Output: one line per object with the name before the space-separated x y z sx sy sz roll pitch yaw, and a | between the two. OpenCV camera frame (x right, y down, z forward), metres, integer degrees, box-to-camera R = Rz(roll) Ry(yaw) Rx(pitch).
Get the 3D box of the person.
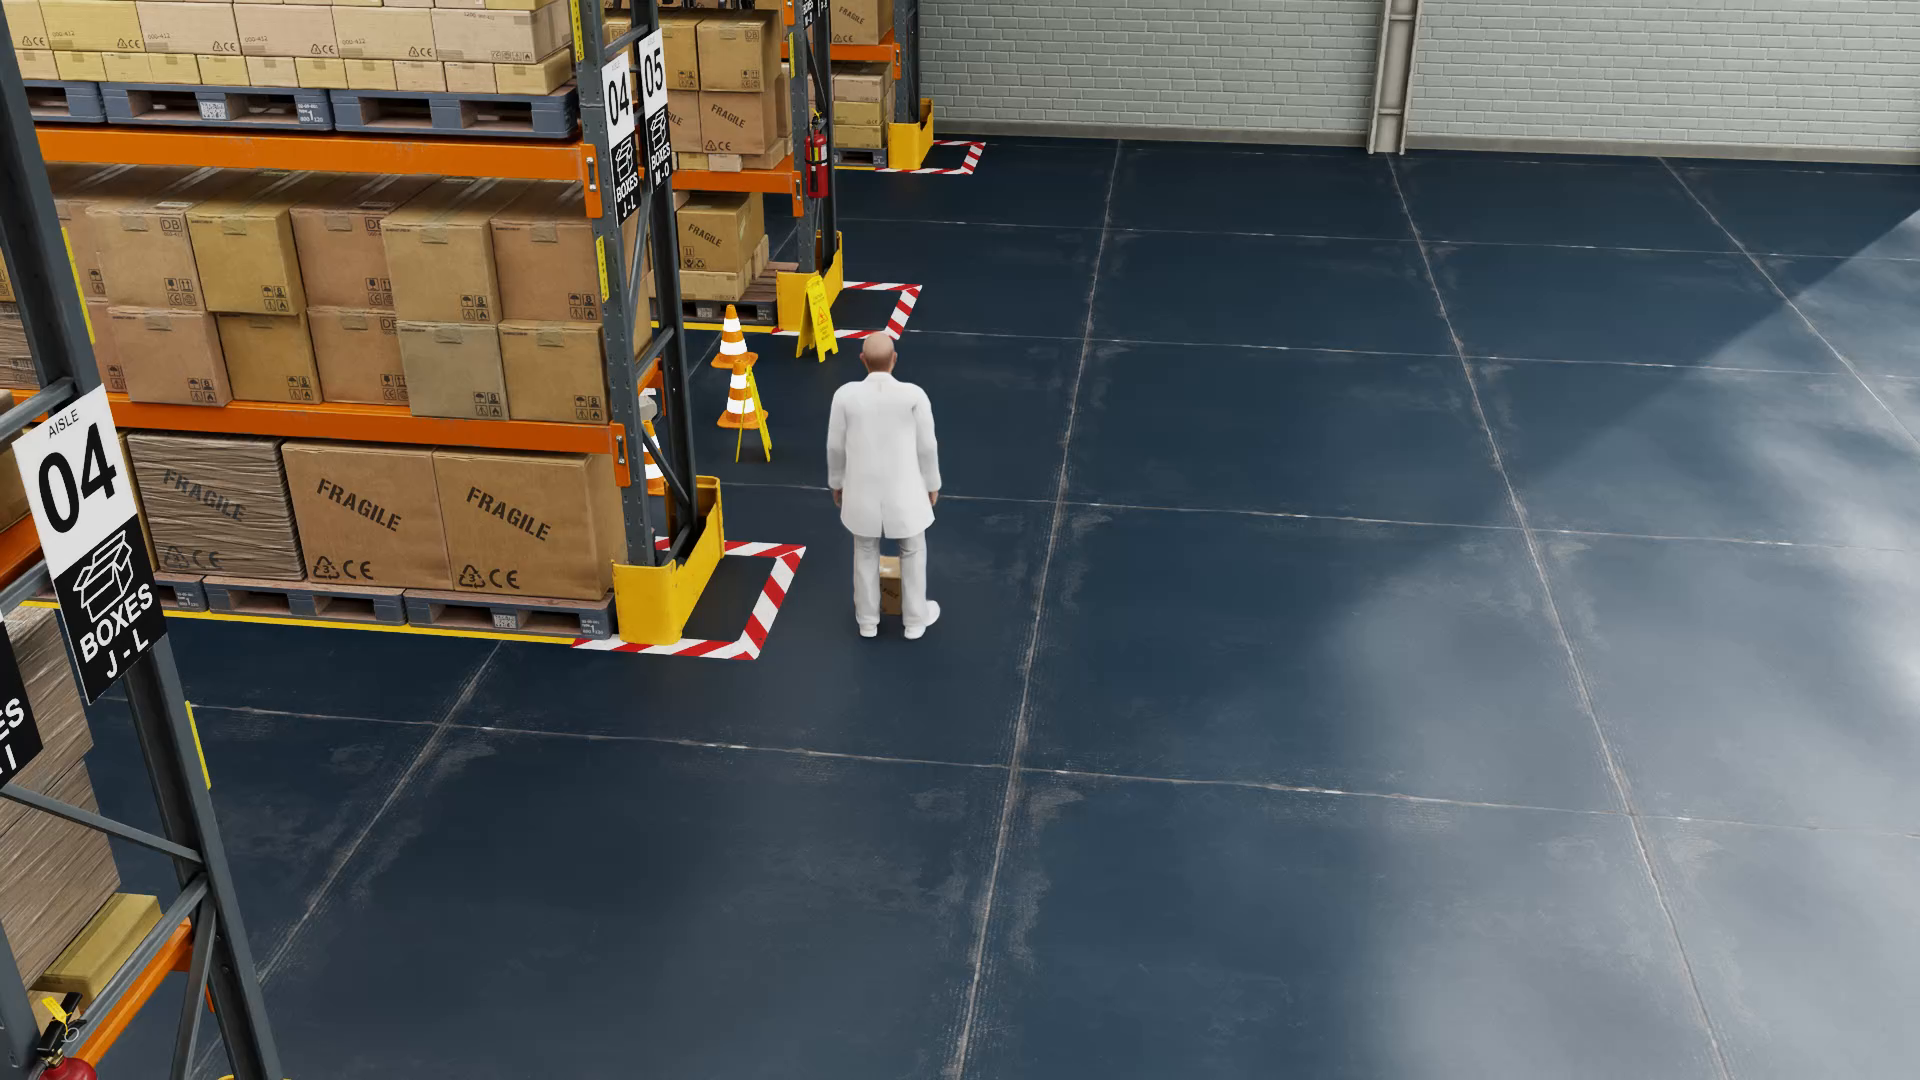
person | -0.417 -0.282 9.187 0.631 1.758 0.427 2 28 4
